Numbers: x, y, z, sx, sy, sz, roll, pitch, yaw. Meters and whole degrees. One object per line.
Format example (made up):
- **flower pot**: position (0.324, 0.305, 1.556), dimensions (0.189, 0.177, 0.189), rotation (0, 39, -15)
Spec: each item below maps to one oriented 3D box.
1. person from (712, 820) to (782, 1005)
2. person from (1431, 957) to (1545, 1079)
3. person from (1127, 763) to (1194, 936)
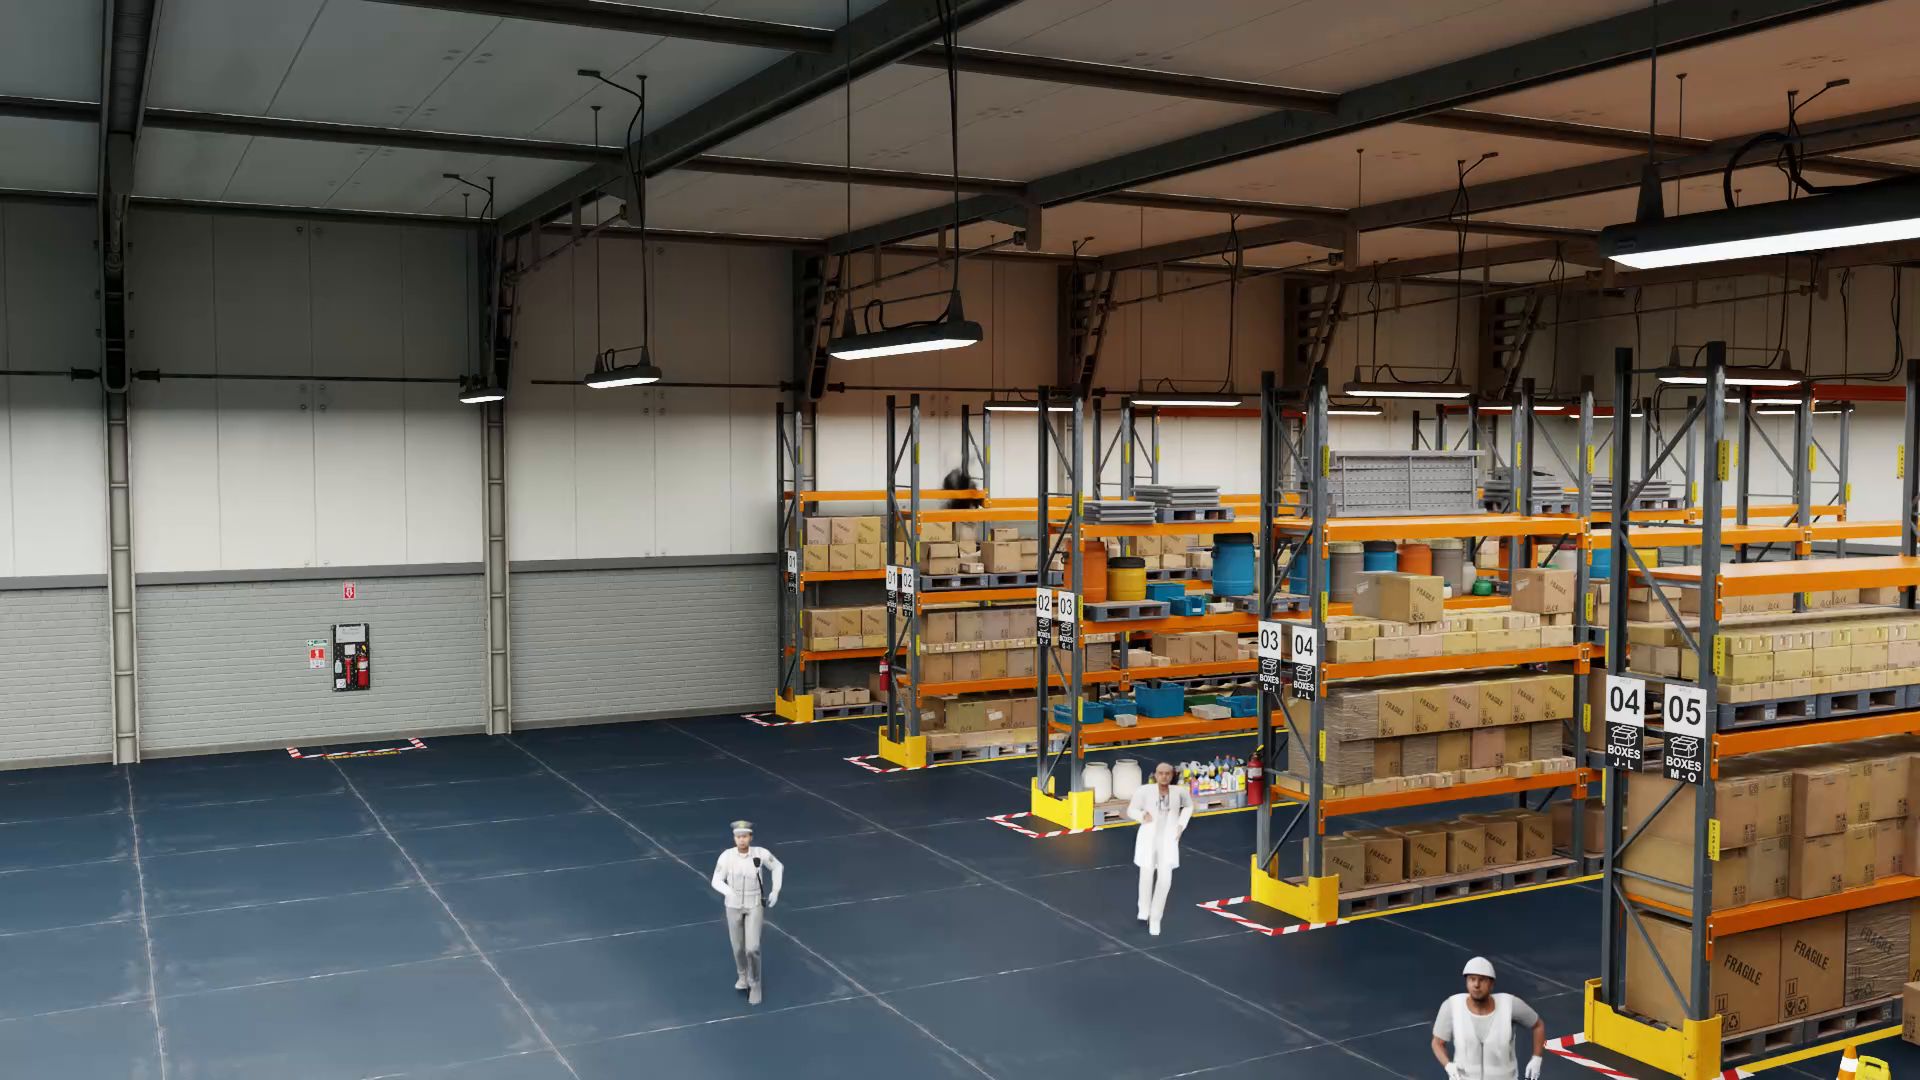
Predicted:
- **person**: position (-1.988, 3.458, 15.485), dimensions (0.625, 1.743, 0.698), rotation (0, 3, 0)
- **person**: position (3.520, 3.659, 11.134), dimensions (0.715, 1.731, 0.703), rotation (1, 3, 22)
- **person**: position (2.138, 3.296, 17.765), dimensions (0.707, 1.836, 0.819), rotation (0, 3, 7)
